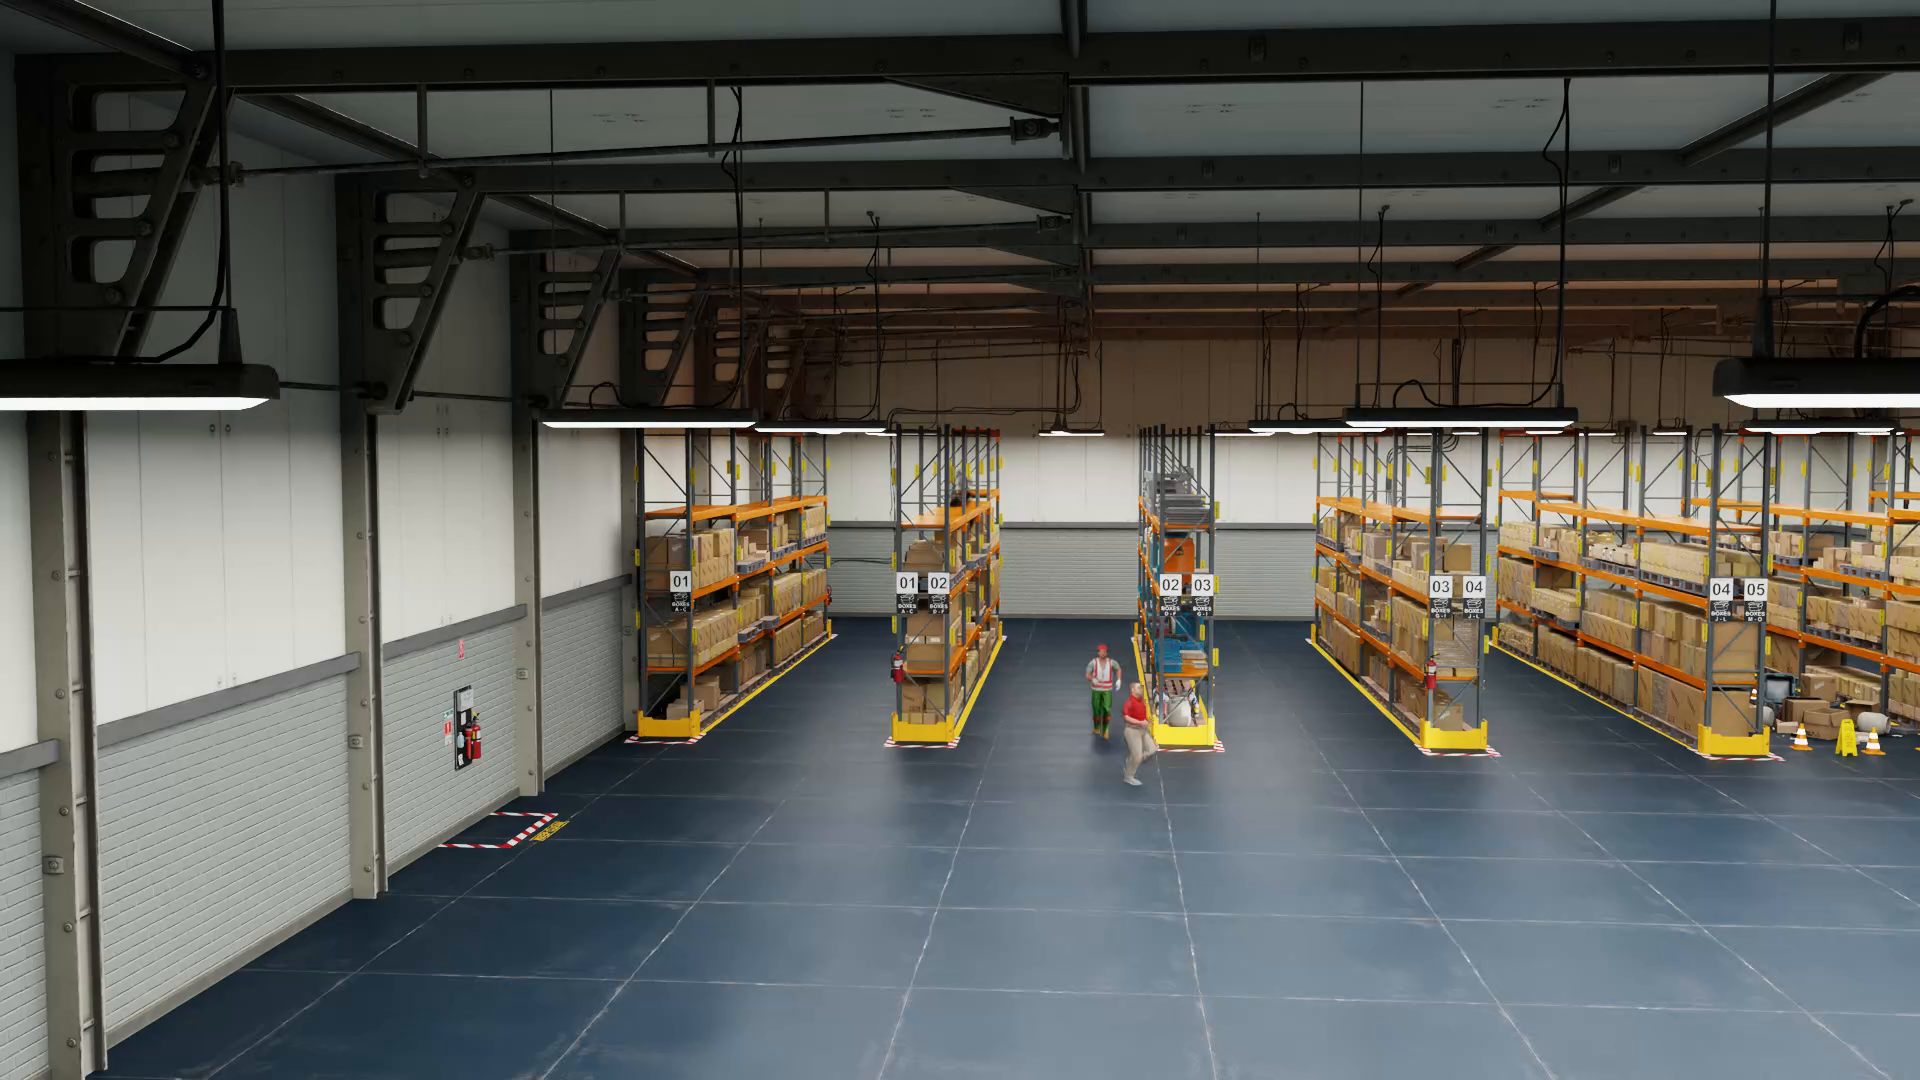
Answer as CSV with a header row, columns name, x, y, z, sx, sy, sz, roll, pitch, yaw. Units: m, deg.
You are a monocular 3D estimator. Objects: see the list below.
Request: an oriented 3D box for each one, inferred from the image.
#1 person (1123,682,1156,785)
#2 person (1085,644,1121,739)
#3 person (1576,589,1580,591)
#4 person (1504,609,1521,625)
name,x,y,z,sx,sy,sz,roll,pitch,yaw
person,2.962,3.197,27.527,0.578,1.695,0.715,2,4,32
person,2.740,2.910,31.803,0.688,1.839,0.718,0,3,5
person,17.616,2.009,47.387,0.878,1.699,0.572,1,4,14
person,15.799,1.994,47.437,0.758,1.688,0.599,2,4,34
